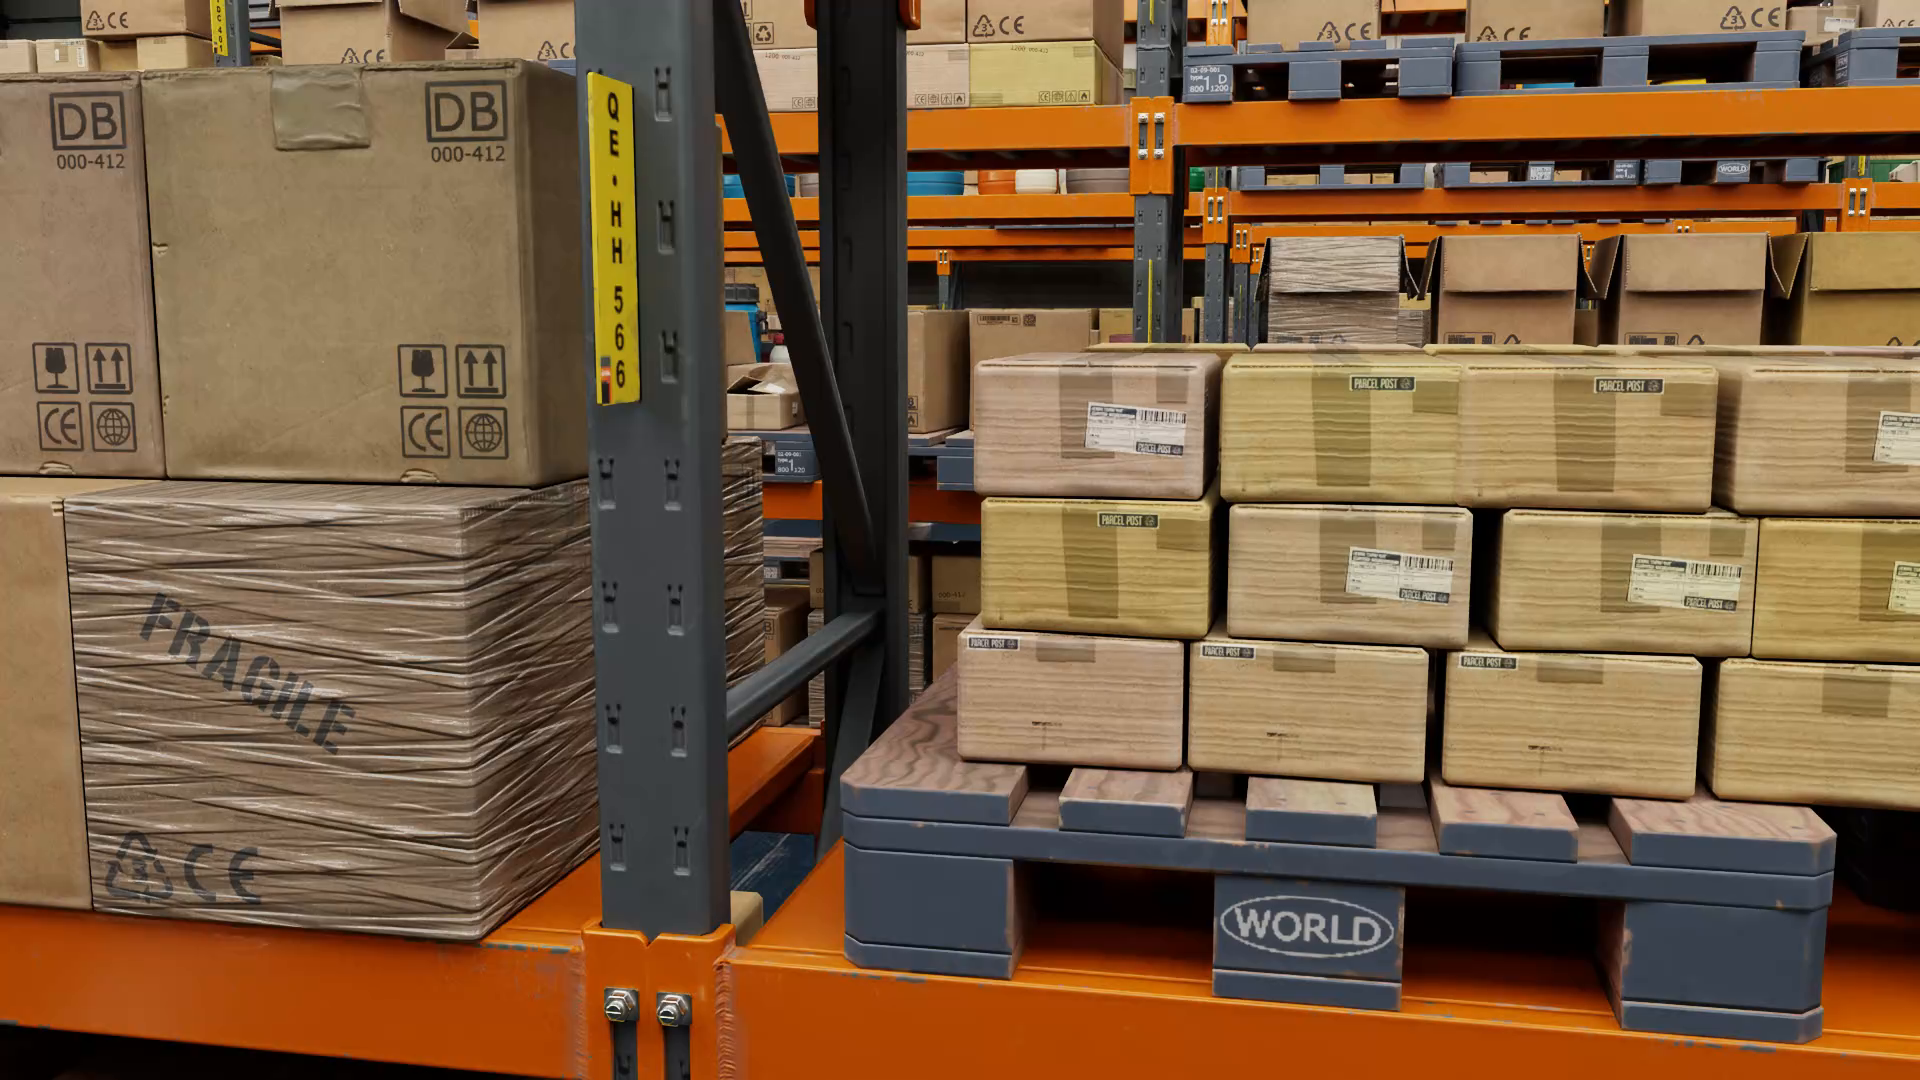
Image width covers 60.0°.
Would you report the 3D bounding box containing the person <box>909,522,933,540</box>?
[{"bbox_3d":[-0.402,-0.073,8.777,0.587,1.761,0.502,2,8,12],"label":"person"}]
